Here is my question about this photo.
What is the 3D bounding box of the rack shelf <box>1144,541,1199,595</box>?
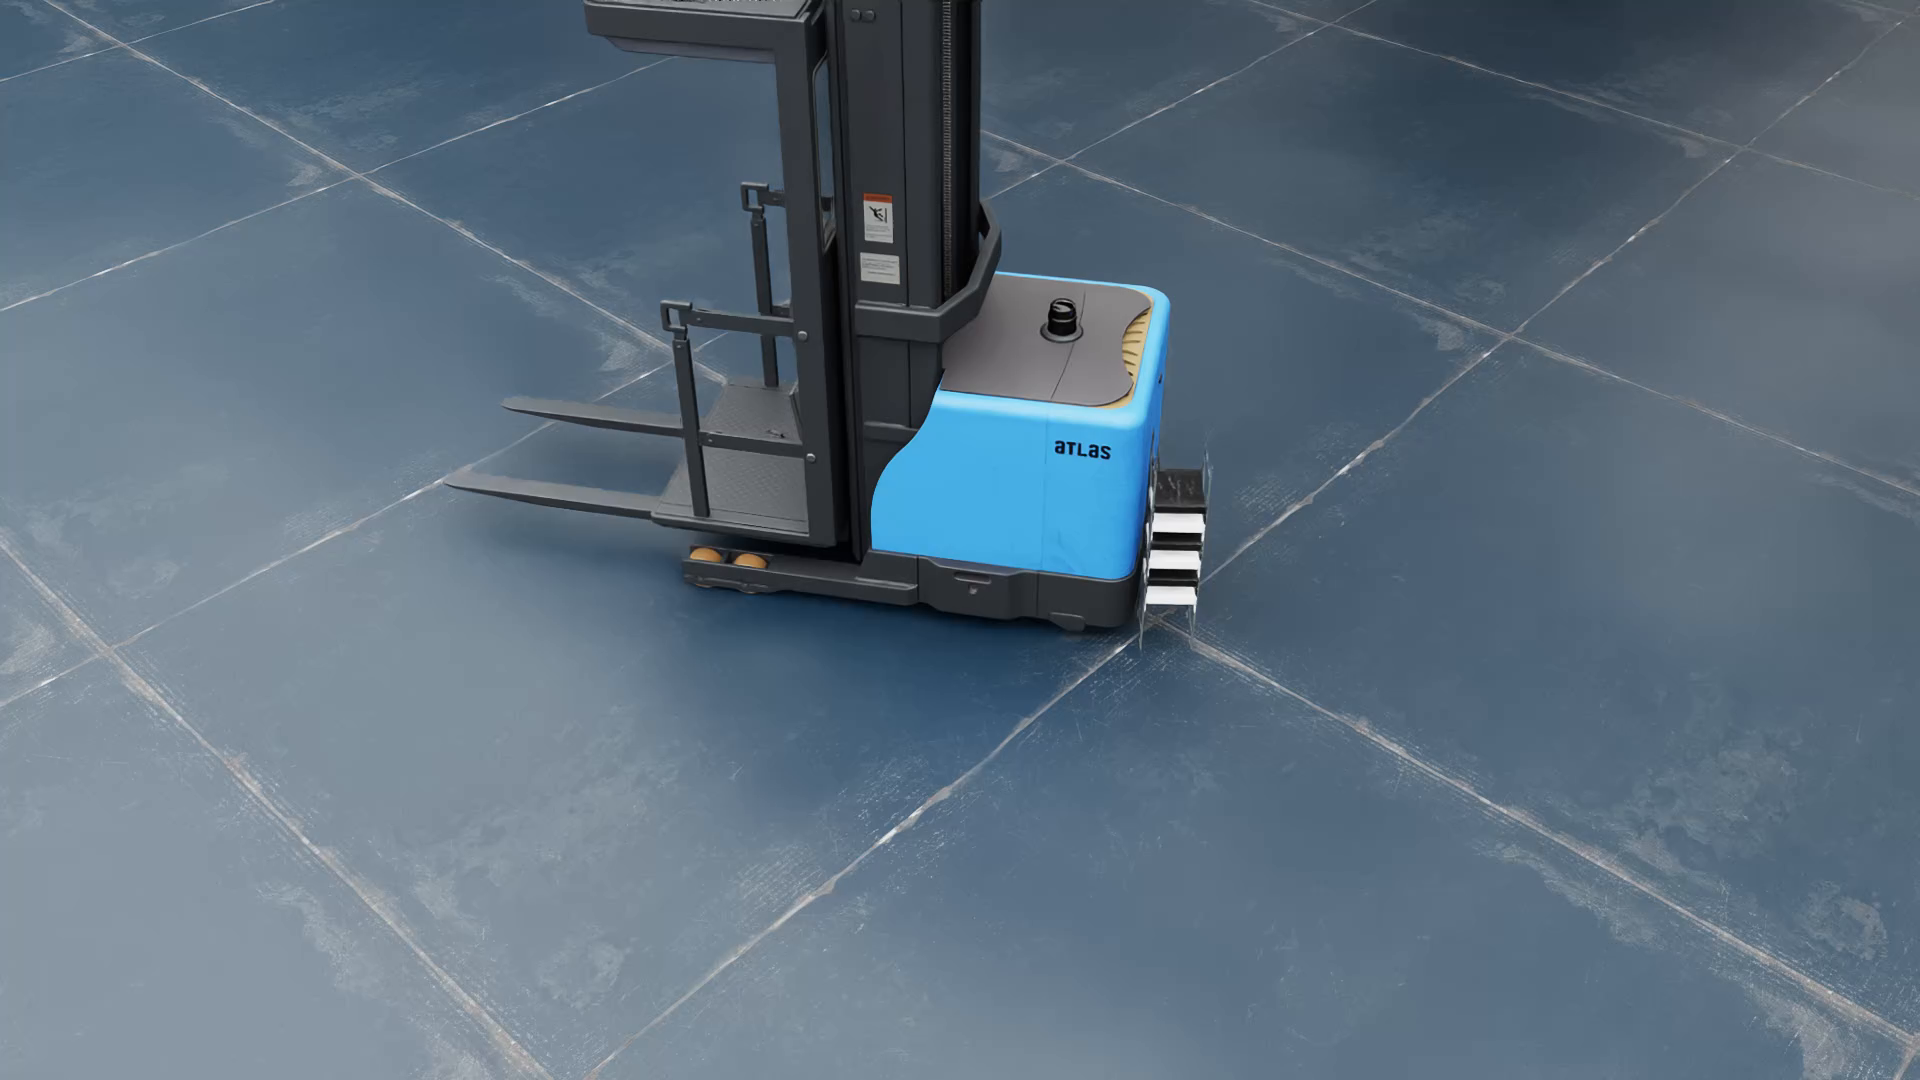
[{"bbox_3d":[0.833,0.107,6.591,0.200,0.077,0.258,1,39,1],"label":"rack shelf"}]

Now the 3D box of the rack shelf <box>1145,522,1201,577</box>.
[{"bbox_3d":[0.833,0.037,6.535,0.200,0.077,0.258,1,39,1],"label":"rack shelf"}]

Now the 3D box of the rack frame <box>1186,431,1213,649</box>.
[{"bbox_3d":[0.935,0.012,6.511,0.006,0.900,0.240,1,39,1],"label":"rack frame"}]

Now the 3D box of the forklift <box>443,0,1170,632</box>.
[{"bbox_3d":[-0.696,-1.236,6.450,3.031,2.935,1.130,7,39,9],"label":"forklift"}]

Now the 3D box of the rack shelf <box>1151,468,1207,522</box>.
[{"bbox_3d":[0.833,-0.175,6.367,0.200,0.077,0.258,1,39,1],"label":"rack shelf"}]

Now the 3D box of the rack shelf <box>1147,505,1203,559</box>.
[{"bbox_3d":[0.833,-0.034,6.479,0.200,0.077,0.258,1,39,1],"label":"rack shelf"}]

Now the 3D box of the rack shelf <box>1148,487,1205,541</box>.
[{"bbox_3d":[0.833,-0.104,6.423,0.200,0.077,0.258,1,39,1],"label":"rack shelf"}]

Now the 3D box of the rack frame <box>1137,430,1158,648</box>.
[{"bbox_3d":[0.732,0.008,6.516,0.006,0.900,0.240,1,39,1],"label":"rack frame"}]

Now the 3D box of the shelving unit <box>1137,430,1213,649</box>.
[{"bbox_3d":[0.833,0.010,6.514,0.210,0.900,0.258,1,39,1],"label":"shelving unit"}]

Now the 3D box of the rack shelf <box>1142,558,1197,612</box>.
[{"bbox_3d":[0.833,0.177,6.647,0.200,0.077,0.258,1,39,1],"label":"rack shelf"}]
